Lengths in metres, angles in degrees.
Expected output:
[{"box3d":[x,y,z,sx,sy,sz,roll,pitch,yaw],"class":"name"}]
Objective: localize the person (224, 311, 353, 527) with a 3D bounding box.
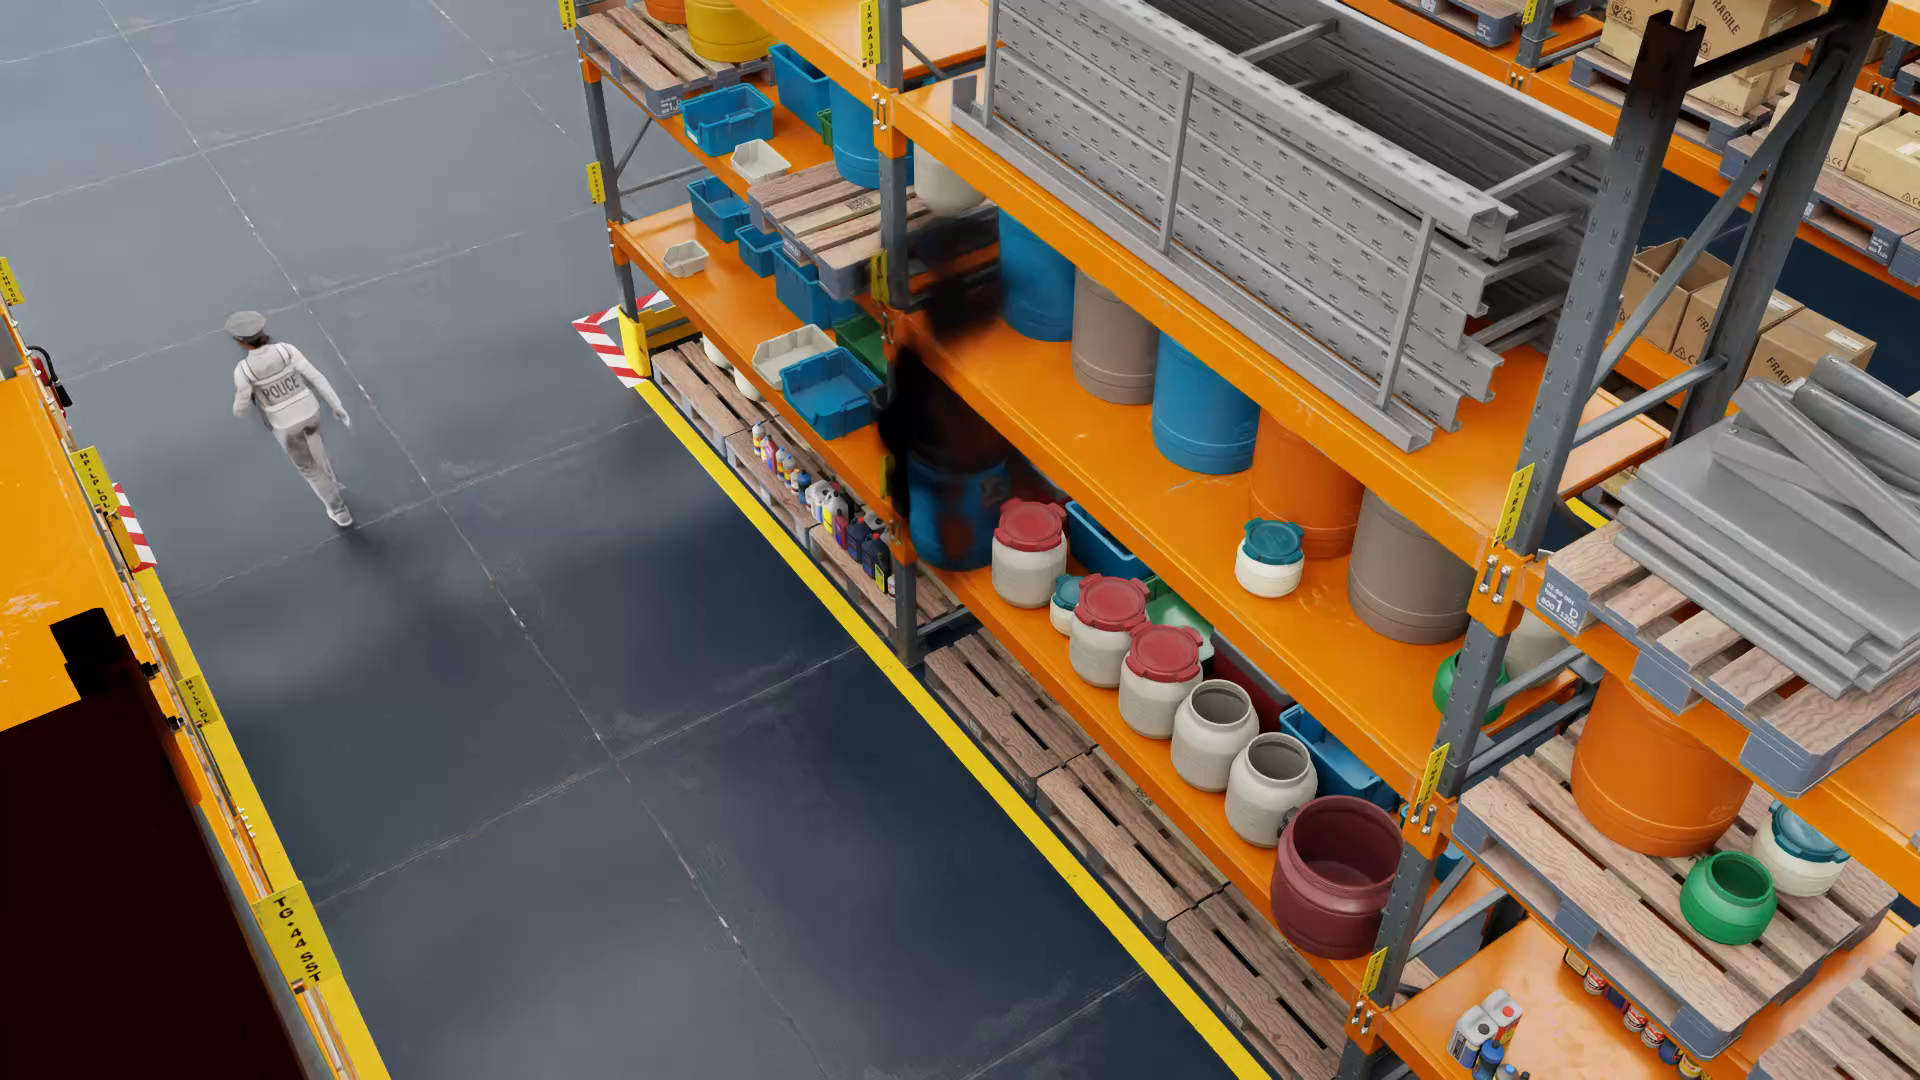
[{"box3d":[-4.632,-0.840,11.467,0.718,1.601,0.611,34,52,31],"class":"person"}]
